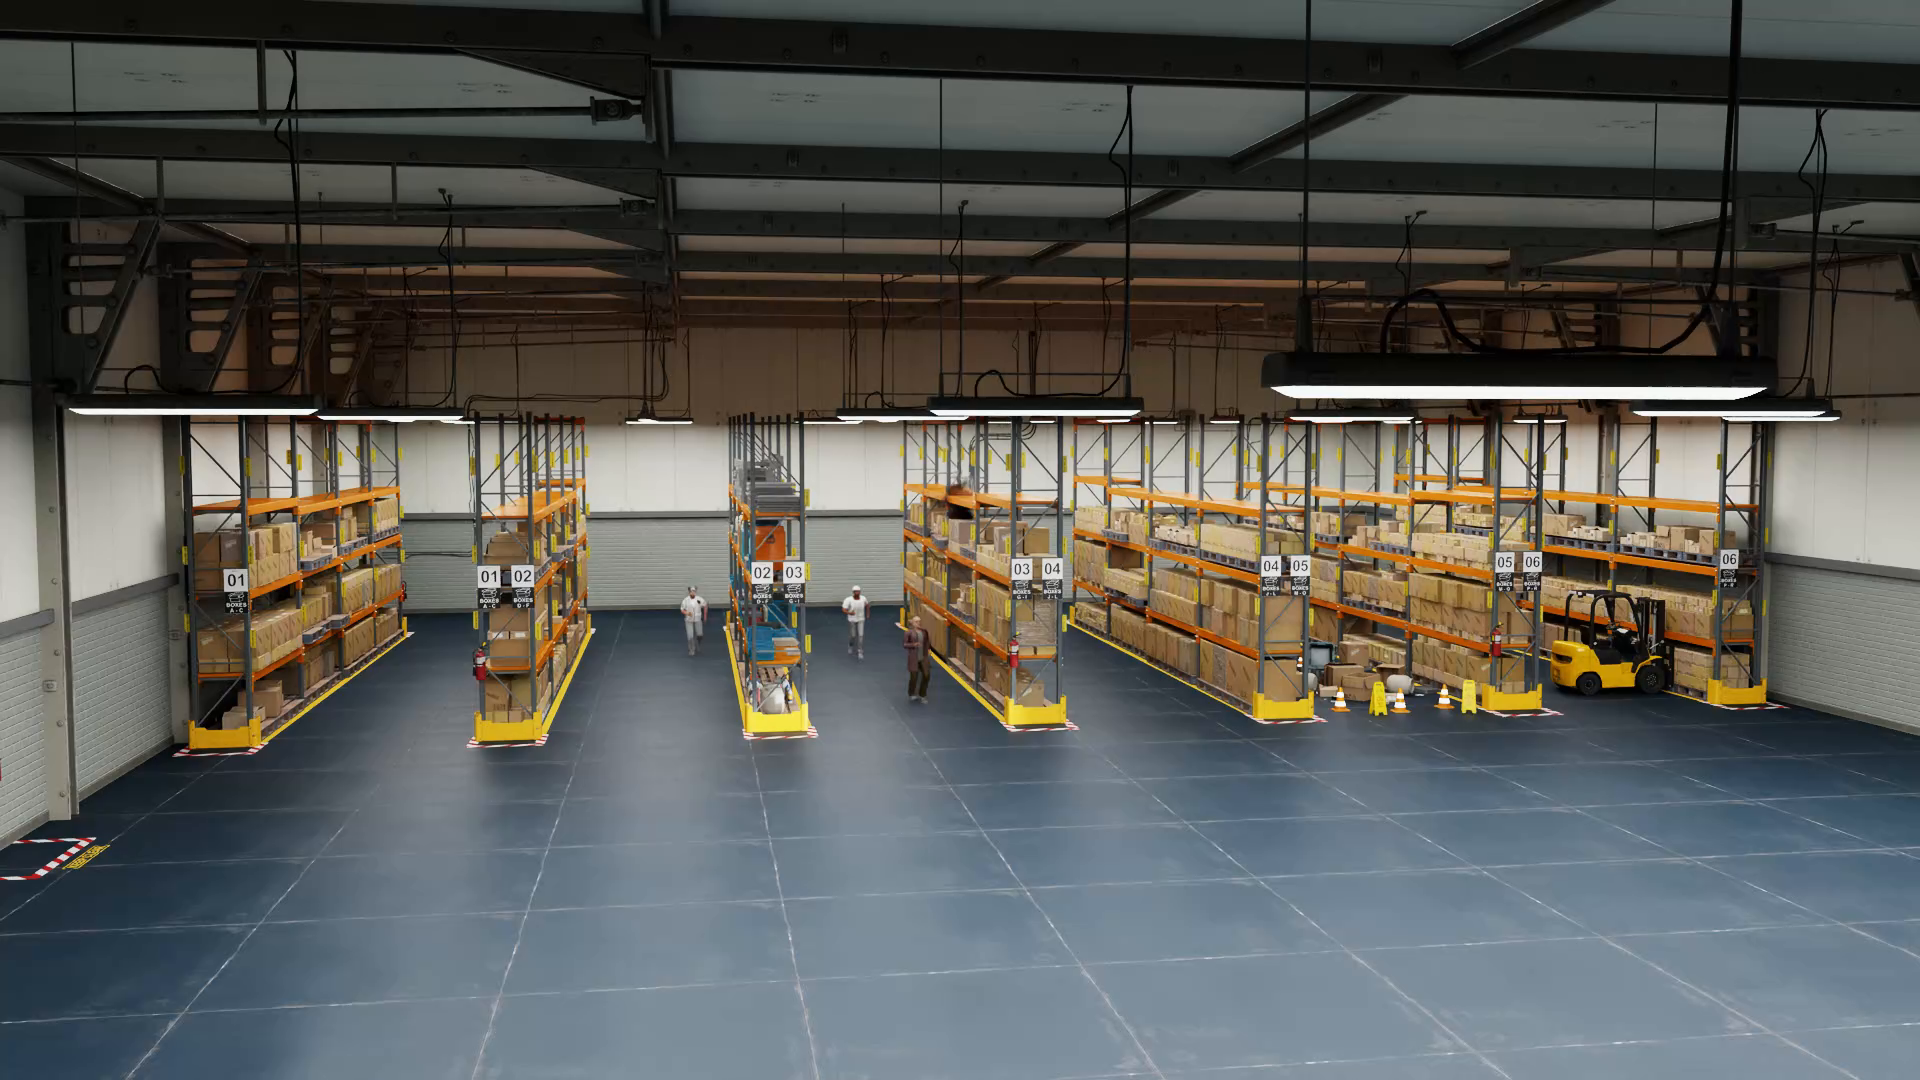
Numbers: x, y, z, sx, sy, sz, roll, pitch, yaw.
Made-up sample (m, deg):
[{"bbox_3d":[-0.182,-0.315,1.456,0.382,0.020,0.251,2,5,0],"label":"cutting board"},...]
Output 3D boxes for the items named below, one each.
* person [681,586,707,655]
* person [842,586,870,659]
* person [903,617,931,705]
[{"bbox_3d":[-6.677,2.020,41.827,0.674,1.751,0.614,-1,4,-13],"label":"person"},{"bbox_3d":[-2.583,2.023,41.362,0.723,1.795,0.864,-1,4,-16],"label":"person"},{"bbox_3d":[-0.866,2.499,34.415,0.685,1.826,0.776,-2,4,-22],"label":"person"}]
